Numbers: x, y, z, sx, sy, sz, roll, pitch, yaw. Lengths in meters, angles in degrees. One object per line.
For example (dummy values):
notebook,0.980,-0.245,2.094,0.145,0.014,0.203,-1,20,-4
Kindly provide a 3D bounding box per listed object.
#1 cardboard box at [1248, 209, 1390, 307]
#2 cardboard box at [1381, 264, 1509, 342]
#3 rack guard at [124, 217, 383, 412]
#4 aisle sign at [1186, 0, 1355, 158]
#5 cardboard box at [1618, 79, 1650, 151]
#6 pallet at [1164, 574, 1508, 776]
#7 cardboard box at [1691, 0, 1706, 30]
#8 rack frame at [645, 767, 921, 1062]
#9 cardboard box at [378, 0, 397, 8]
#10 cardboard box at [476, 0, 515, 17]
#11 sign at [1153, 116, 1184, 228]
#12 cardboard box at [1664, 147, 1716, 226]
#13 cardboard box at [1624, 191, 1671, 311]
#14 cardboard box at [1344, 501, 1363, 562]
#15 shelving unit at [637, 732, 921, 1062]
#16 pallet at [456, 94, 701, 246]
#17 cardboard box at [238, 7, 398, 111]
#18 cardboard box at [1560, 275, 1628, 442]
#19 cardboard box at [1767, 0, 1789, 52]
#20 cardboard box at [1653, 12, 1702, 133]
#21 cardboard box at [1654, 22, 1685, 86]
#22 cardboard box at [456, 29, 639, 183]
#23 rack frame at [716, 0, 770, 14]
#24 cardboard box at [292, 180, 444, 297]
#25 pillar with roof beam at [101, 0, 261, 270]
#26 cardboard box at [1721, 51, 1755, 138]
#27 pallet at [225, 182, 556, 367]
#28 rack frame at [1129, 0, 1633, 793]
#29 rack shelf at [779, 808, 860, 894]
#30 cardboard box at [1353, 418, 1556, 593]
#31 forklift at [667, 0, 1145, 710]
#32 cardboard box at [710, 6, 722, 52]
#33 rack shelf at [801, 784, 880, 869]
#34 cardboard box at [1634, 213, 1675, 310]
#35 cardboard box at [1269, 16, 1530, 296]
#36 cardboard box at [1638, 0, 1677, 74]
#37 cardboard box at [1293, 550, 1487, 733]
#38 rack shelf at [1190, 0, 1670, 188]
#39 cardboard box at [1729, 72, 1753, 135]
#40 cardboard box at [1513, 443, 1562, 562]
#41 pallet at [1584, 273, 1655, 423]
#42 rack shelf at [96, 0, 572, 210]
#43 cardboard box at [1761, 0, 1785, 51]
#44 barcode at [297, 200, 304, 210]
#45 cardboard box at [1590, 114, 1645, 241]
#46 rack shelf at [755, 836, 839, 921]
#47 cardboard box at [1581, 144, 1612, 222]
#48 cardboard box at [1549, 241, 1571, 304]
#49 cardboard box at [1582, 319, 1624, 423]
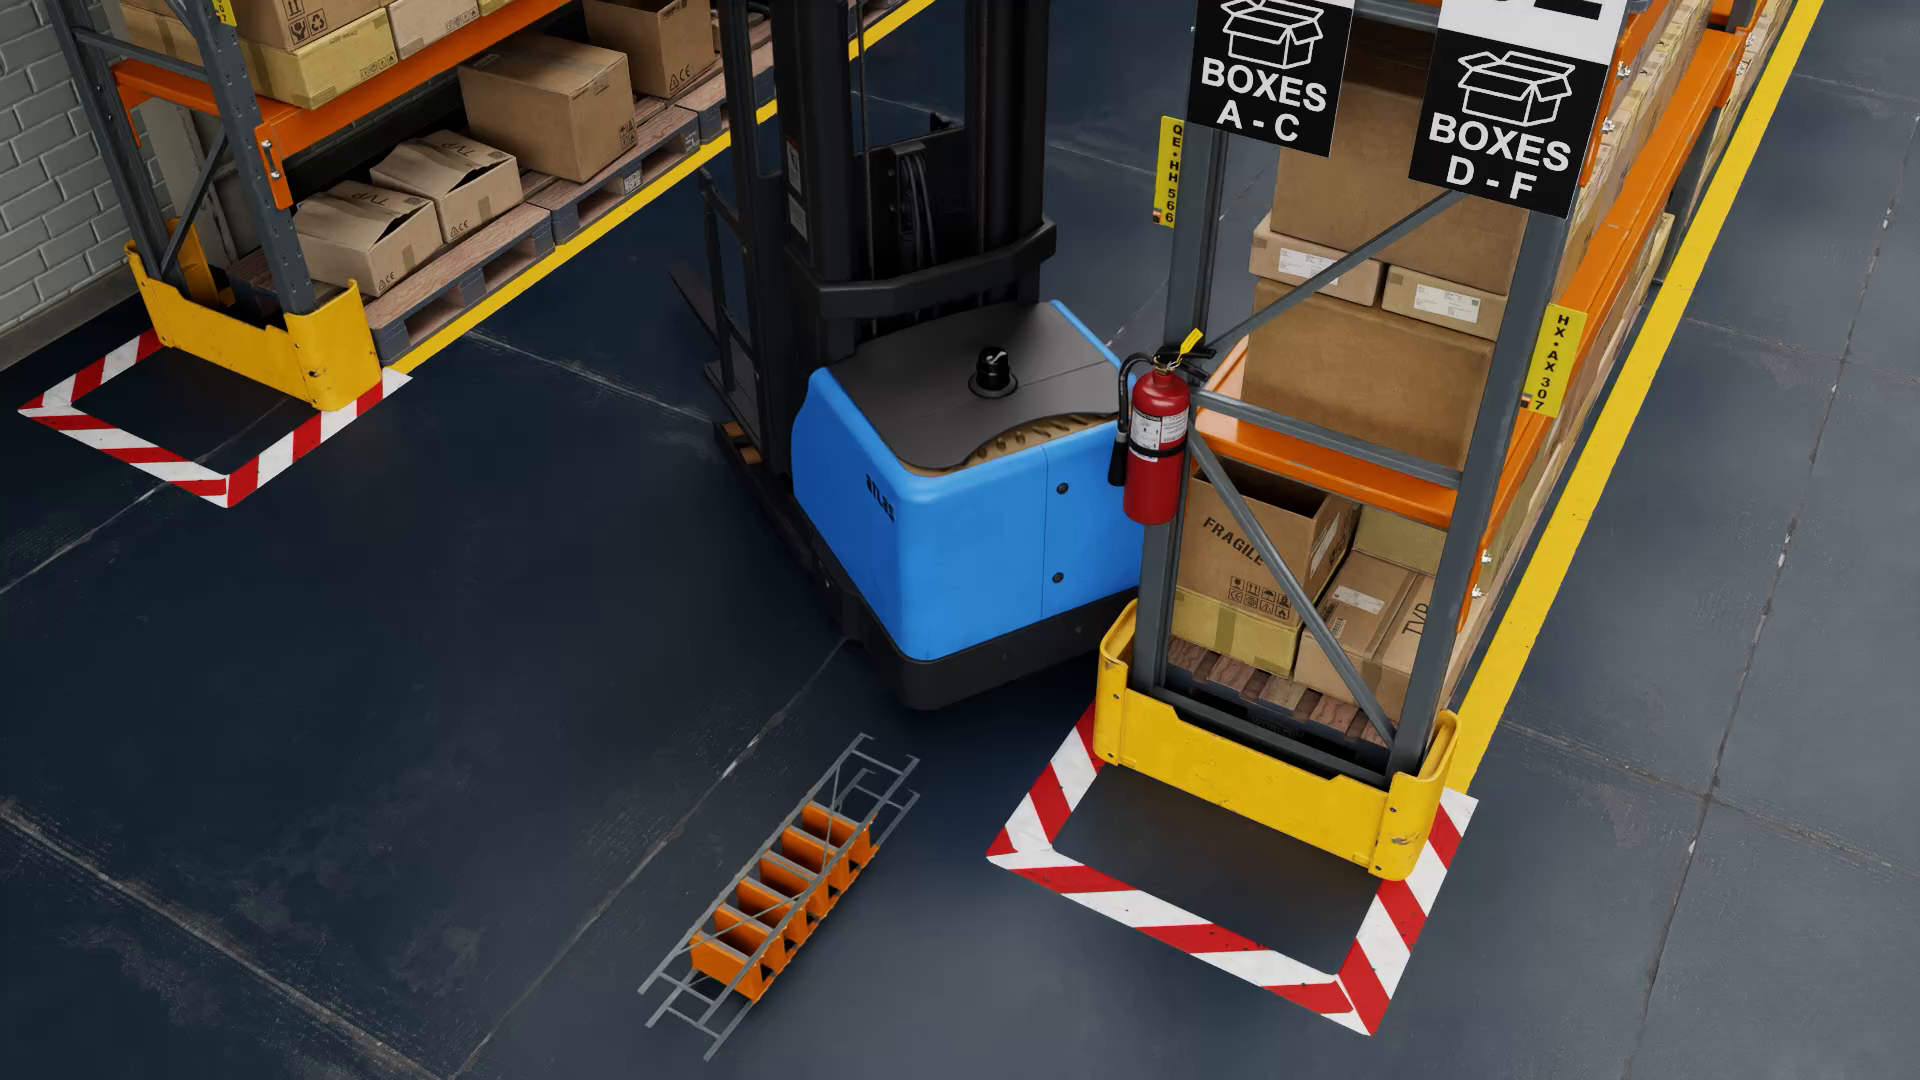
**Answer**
cardboard box,1.076,-0.855,4.884,0.380,0.149,0.250,20,45,21
cardboard box,1.433,-0.726,4.739,0.380,0.149,0.250,21,45,22
rack guard,-3.203,-1.034,7.545,1.175,0.500,0.348,21,45,22
aisle sign,0.763,-1.327,4.020,0.394,0.787,0.004,21,45,22
cardboard box,2.076,-1.464,5.576,0.380,0.149,0.250,20,45,22
pallet,1.397,0.303,6.246,1.003,0.211,1.213,21,45,22
cardboard box,2.590,-2.054,6.246,0.380,0.149,0.250,21,45,22
rack frame,-0.547,1.180,5.402,0.240,0.006,1.200,22,46,23
cardboard box,-2.486,-2.614,6.980,0.500,0.500,0.500,21,46,22
cardboard box,-2.214,-2.645,7.582,0.500,0.250,0.500,20,45,21
sign,0.587,-1.003,4.564,0.100,0.325,0.005,21,45,22
cardboard box,3.468,-1.855,8.350,0.500,0.250,0.500,20,45,21
cardboard box,2.749,-1.368,7.229,0.500,0.500,0.500,21,45,22
cardboard box,1.302,-0.112,6.371,0.500,0.250,0.500,21,45,22
shelving unit,-0.547,1.111,5.342,0.258,0.189,1.200,22,46,23
pallet,-2.154,-2.074,8.945,1.003,0.211,1.213,21,45,22
cardboard box,-2.722,-2.054,6.911,0.500,0.250,0.500,20,45,21
cardboard box,2.264,-0.790,6.573,0.500,0.500,0.500,21,45,22
cardboard box,4.492,-3.031,9.685,0.500,0.250,0.500,22,46,23
cardboard box,2.577,-2.058,6.742,0.700,0.500,0.500,20,45,22
cardboard box,2.334,-1.756,5.908,0.380,0.149,0.250,22,46,23
cardboard box,-2.121,-2.251,8.595,0.700,0.500,0.500,18,45,19
rack frame,-1.239,-4.217,9.269,1.000,3.000,0.127,21,45,22
cardboard box,-2.816,-1.450,7.829,0.500,0.311,0.500,16,44,17
pillar with roof beam,0.088,-3.442,3.850,9.100,9.000,0.400,21,45,22
cardboard box,3.729,-2.356,8.494,0.500,0.311,0.500,20,45,22
pallet,-2.765,-1.378,8.155,1.003,0.211,1.213,21,45,22
rack frame,1.050,-0.292,4.812,1.000,3.000,0.127,21,45,22
rack shelf,-0.462,1.018,5.447,0.258,0.180,0.103,22,46,23
cardboard box,1.760,-0.219,5.925,0.500,0.500,0.500,21,45,22
forklift,-0.399,-1.459,6.189,1.130,2.935,3.031,-19,45,-20
cardboard box,-1.481,-3.003,9.701,0.380,0.166,0.250,15,44,17
rack shelf,-0.400,0.950,5.525,0.258,0.180,0.103,22,46,23
cardboard box,3.009,-1.369,7.798,0.500,0.250,0.500,21,45,22
cardboard box,1.321,-1.110,4.683,0.700,0.500,0.500,21,46,22
cardboard box,2.082,-1.988,5.680,0.700,0.500,0.500,21,46,22
cardboard box,1.511,0.349,5.847,0.500,0.250,0.500,21,45,22
rack shelf,2.051,-2.292,5.358,1.077,0.370,4.000,21,45,22
cardboard box,3.982,-2.445,9.019,0.500,0.250,0.500,20,45,21
cardboard box,2.009,-0.224,6.498,0.500,0.250,0.500,21,45,22
pallet,2.618,-1.093,7.831,1.003,0.211,1.213,21,45,22
rack shelf,-2.240,-2.803,8.207,1.077,0.370,4.000,21,45,22
cardboard box,4.242,-2.951,9.170,0.500,0.311,0.500,22,46,23
barcode,-3.154,-1.596,7.988,0.001,0.075,0.075,21,45,22
cardboard box,2.067,-1.479,6.084,0.700,0.500,0.500,22,46,23
rack shelf,-0.524,1.086,5.370,0.258,0.180,0.103,22,46,23
cardboard box,1.817,-1.164,5.236,0.380,0.149,0.250,20,45,21
cardboard box,1.553,-0.894,5.420,0.700,0.500,0.500,22,46,23
cardboard box,2.513,-0.795,7.146,0.500,0.250,0.500,21,45,22
